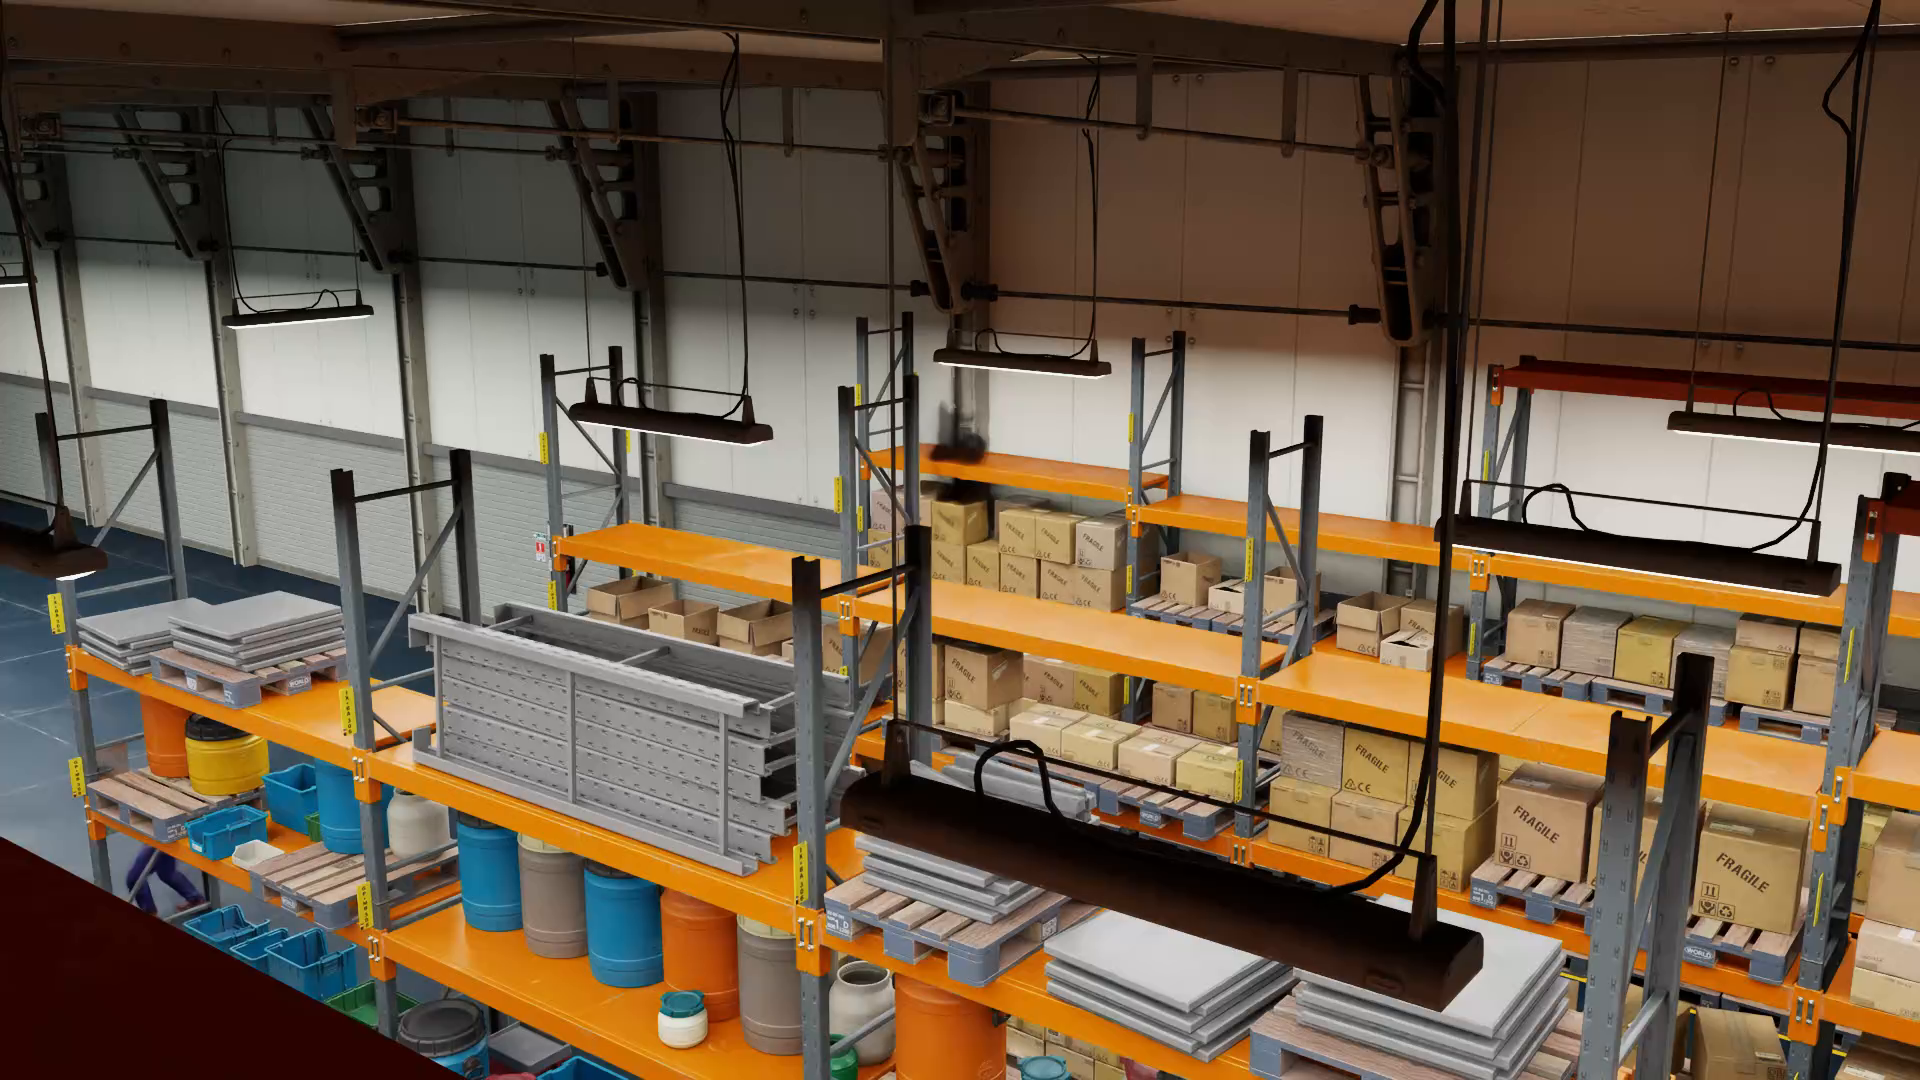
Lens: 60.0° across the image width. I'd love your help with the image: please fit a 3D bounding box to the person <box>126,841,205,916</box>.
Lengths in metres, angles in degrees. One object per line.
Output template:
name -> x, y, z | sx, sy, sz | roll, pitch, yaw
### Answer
person -> -8.474, 3.279, 17.620 | 0.733, 1.683, 0.608 | -5, 14, -21
